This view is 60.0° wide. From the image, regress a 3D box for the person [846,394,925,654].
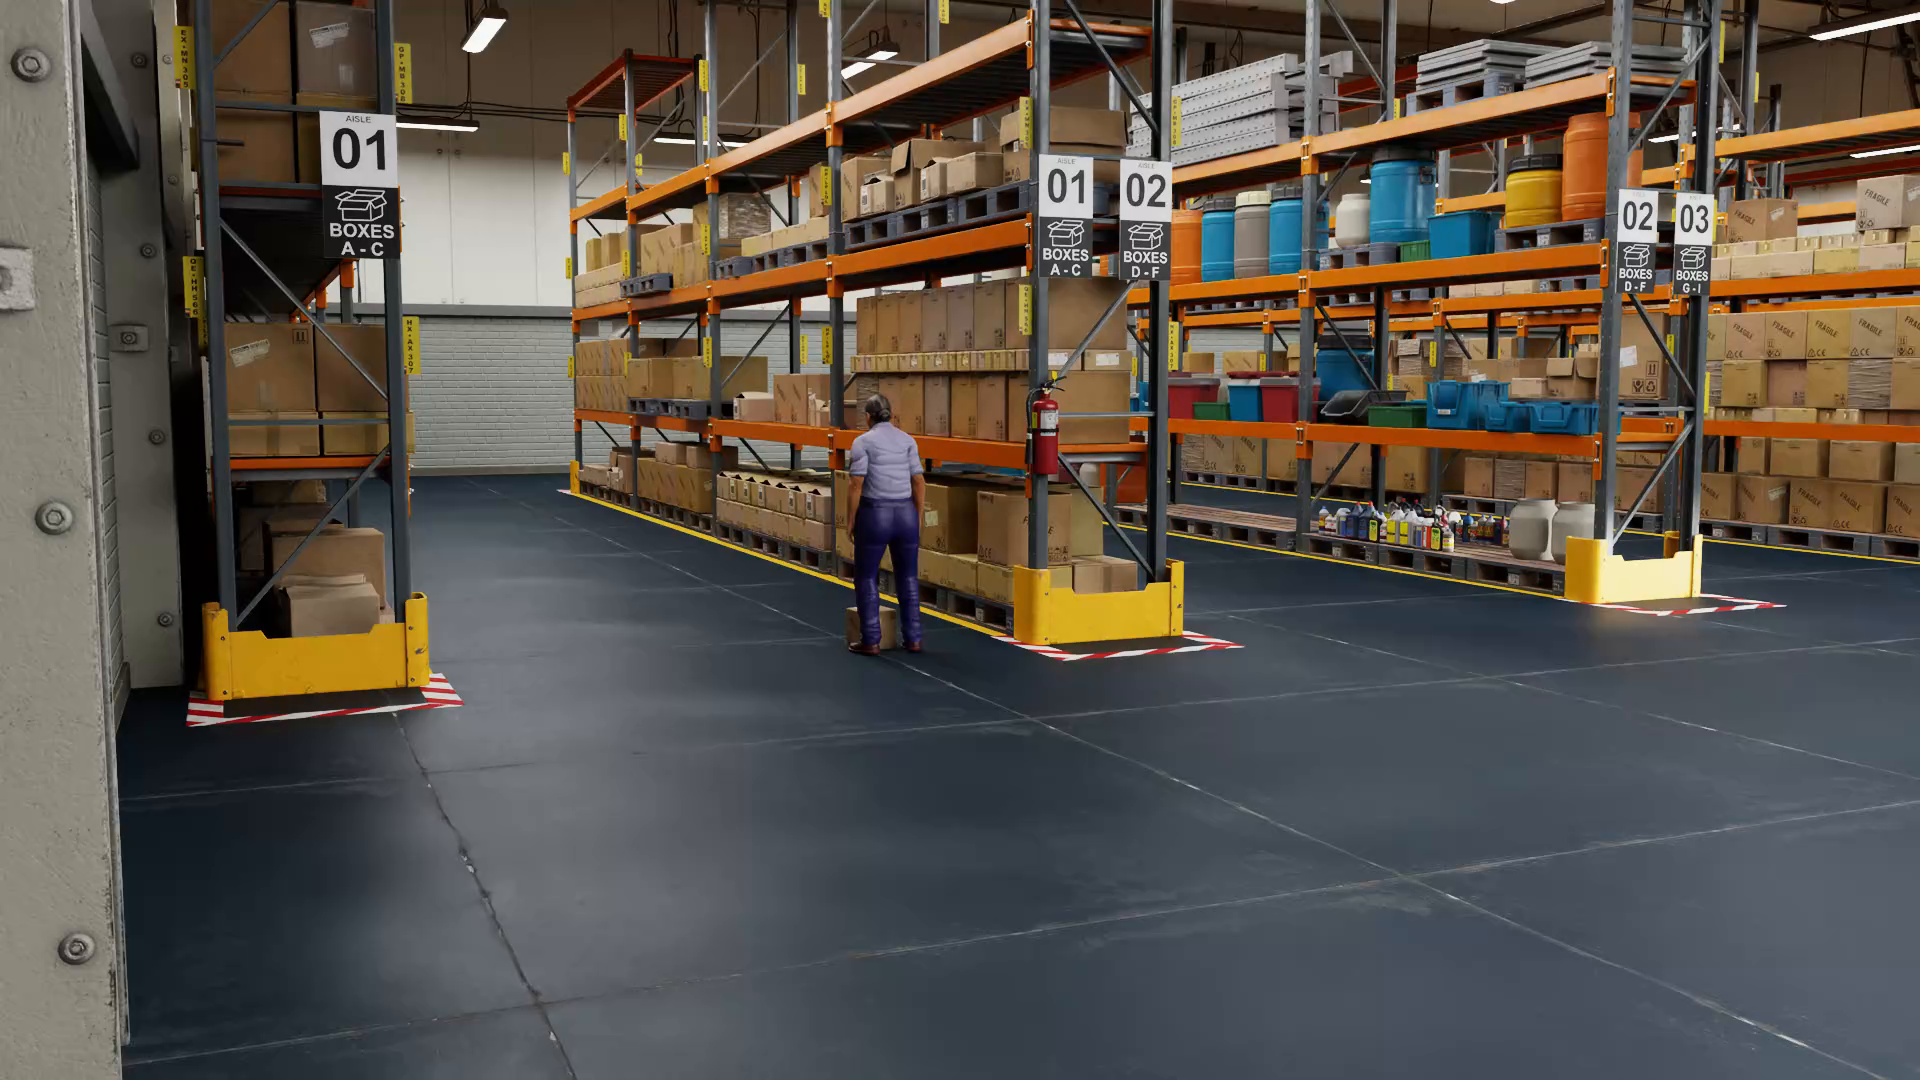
[{"bbox_3d":[-0.471,-0.101,10.598,0.537,1.651,0.374,-2,6,-23],"label":"person"}]
